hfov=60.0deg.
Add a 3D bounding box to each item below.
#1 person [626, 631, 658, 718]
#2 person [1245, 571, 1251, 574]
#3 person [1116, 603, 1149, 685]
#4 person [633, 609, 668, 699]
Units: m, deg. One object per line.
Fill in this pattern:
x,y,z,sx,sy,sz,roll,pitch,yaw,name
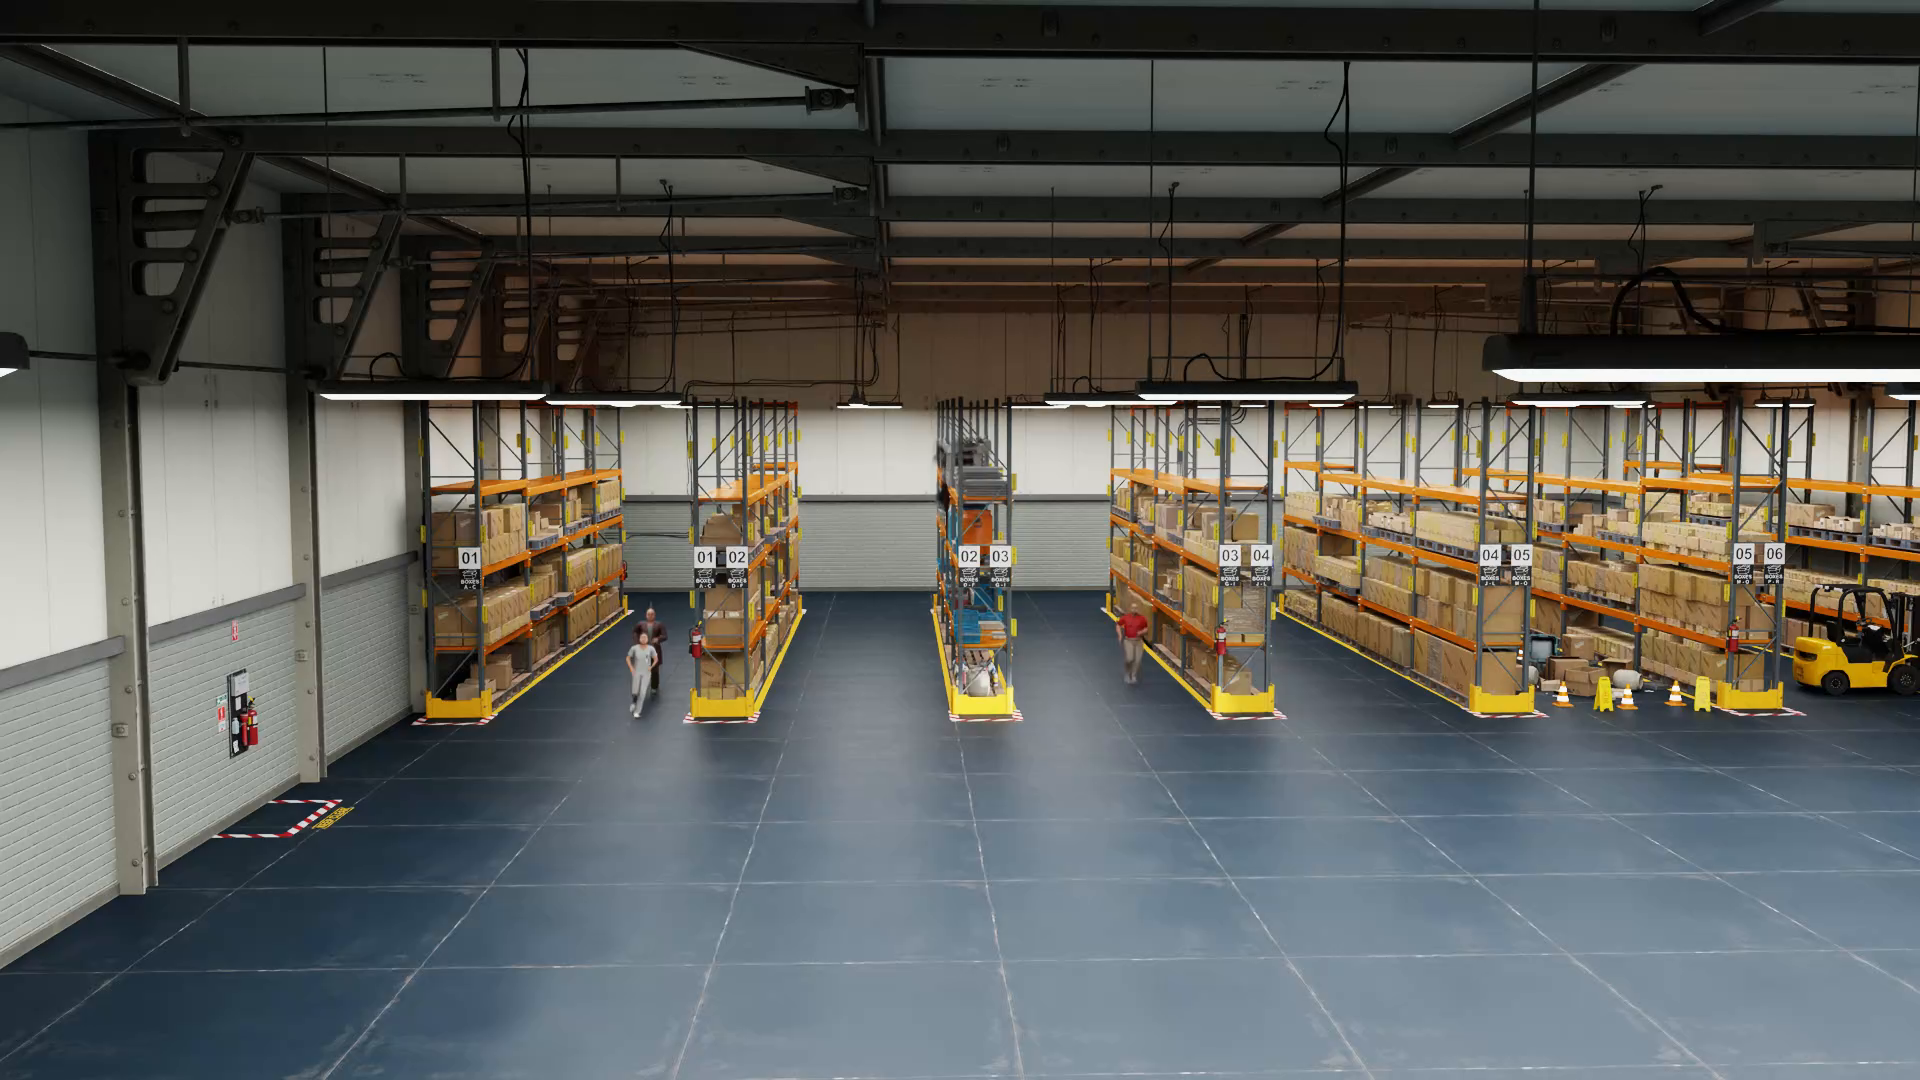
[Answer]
-5.950,2.516,31.190,0.584,1.612,0.527,-1,5,-15,person
8.537,1.180,48.561,0.770,1.624,0.644,-3,5,-34,person
3.636,2.179,34.855,0.640,1.717,0.680,0,4,-5,person
-6.192,2.273,33.230,0.694,1.809,0.867,-1,4,-9,person
